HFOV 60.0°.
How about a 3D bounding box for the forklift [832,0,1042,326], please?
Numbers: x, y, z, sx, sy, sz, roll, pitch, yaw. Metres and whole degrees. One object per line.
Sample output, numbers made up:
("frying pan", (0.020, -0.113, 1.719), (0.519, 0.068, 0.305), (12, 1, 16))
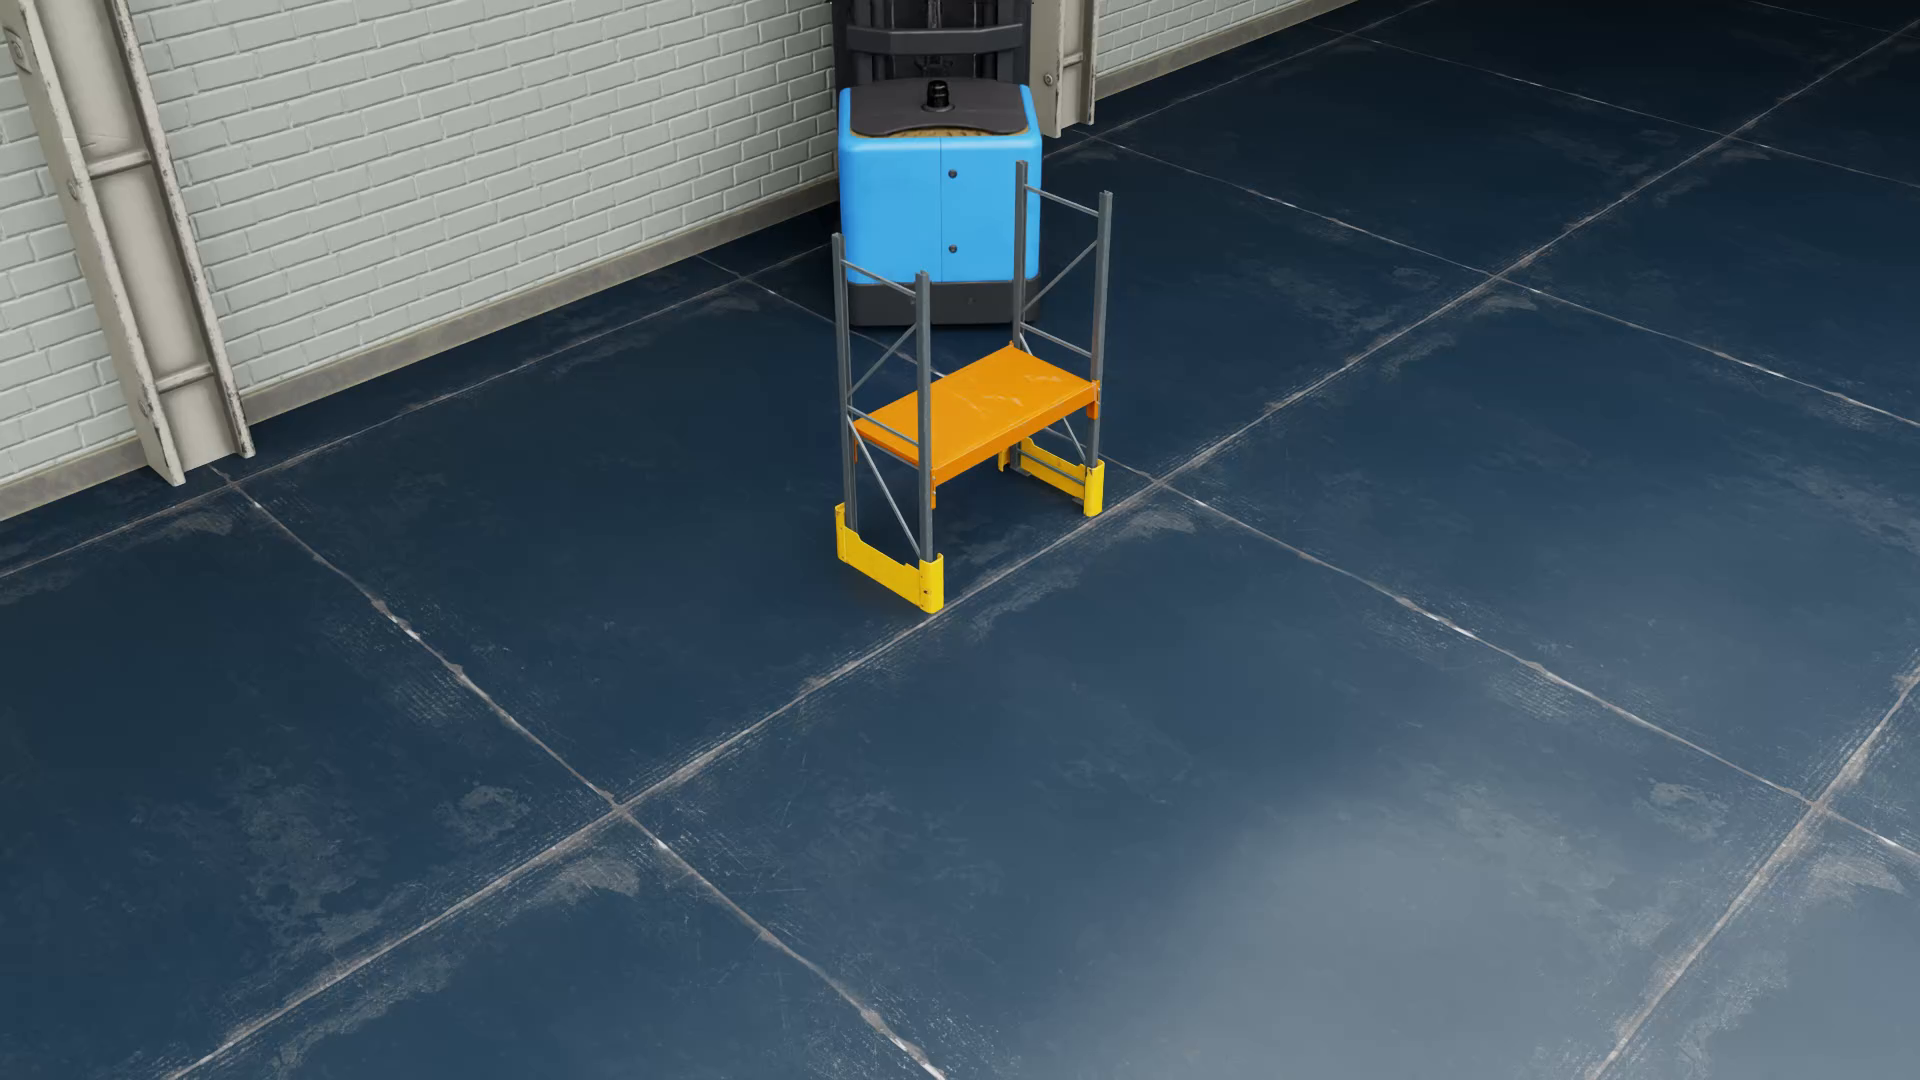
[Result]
("forklift", (-0.167, -3.143, 9.195), (1.130, 2.935, 3.031), (-2, 35, -2))

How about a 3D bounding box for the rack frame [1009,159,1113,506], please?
("rack frame", (0.418, -0.856, 7.167), (0.500, 1.500, 0.032), (30, 45, 35))

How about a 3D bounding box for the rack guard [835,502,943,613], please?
("rack guard", (-0.297, 0.069, 6.933), (0.587, 0.250, 0.087), (30, 45, 35))

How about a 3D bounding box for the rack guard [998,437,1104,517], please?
("rack guard", (0.405, -0.336, 7.513), (0.587, 0.250, 0.087), (30, 45, 35))

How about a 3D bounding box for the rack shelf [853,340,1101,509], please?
("rack shelf", (0.060, -0.502, 6.974), (0.538, 0.185, 1.000), (30, 45, 35))

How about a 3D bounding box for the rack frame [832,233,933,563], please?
("rack frame", (-0.298, -0.443, 6.575), (0.500, 1.500, 0.032), (30, 45, 35))

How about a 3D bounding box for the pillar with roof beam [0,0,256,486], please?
("pillar with roof beam", (-0.505, -2.341, 2.740), (9.100, 9.000, 0.400), (30, 45, 35))

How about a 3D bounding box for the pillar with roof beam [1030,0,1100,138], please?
("pillar with roof beam", (3.723, -4.777, 6.233), (9.100, 9.000, 0.400), (30, 45, 35))

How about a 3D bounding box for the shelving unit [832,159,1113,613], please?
("shelving unit", (0.054, -0.646, 6.865), (0.587, 1.500, 1.083), (30, 45, 35))
